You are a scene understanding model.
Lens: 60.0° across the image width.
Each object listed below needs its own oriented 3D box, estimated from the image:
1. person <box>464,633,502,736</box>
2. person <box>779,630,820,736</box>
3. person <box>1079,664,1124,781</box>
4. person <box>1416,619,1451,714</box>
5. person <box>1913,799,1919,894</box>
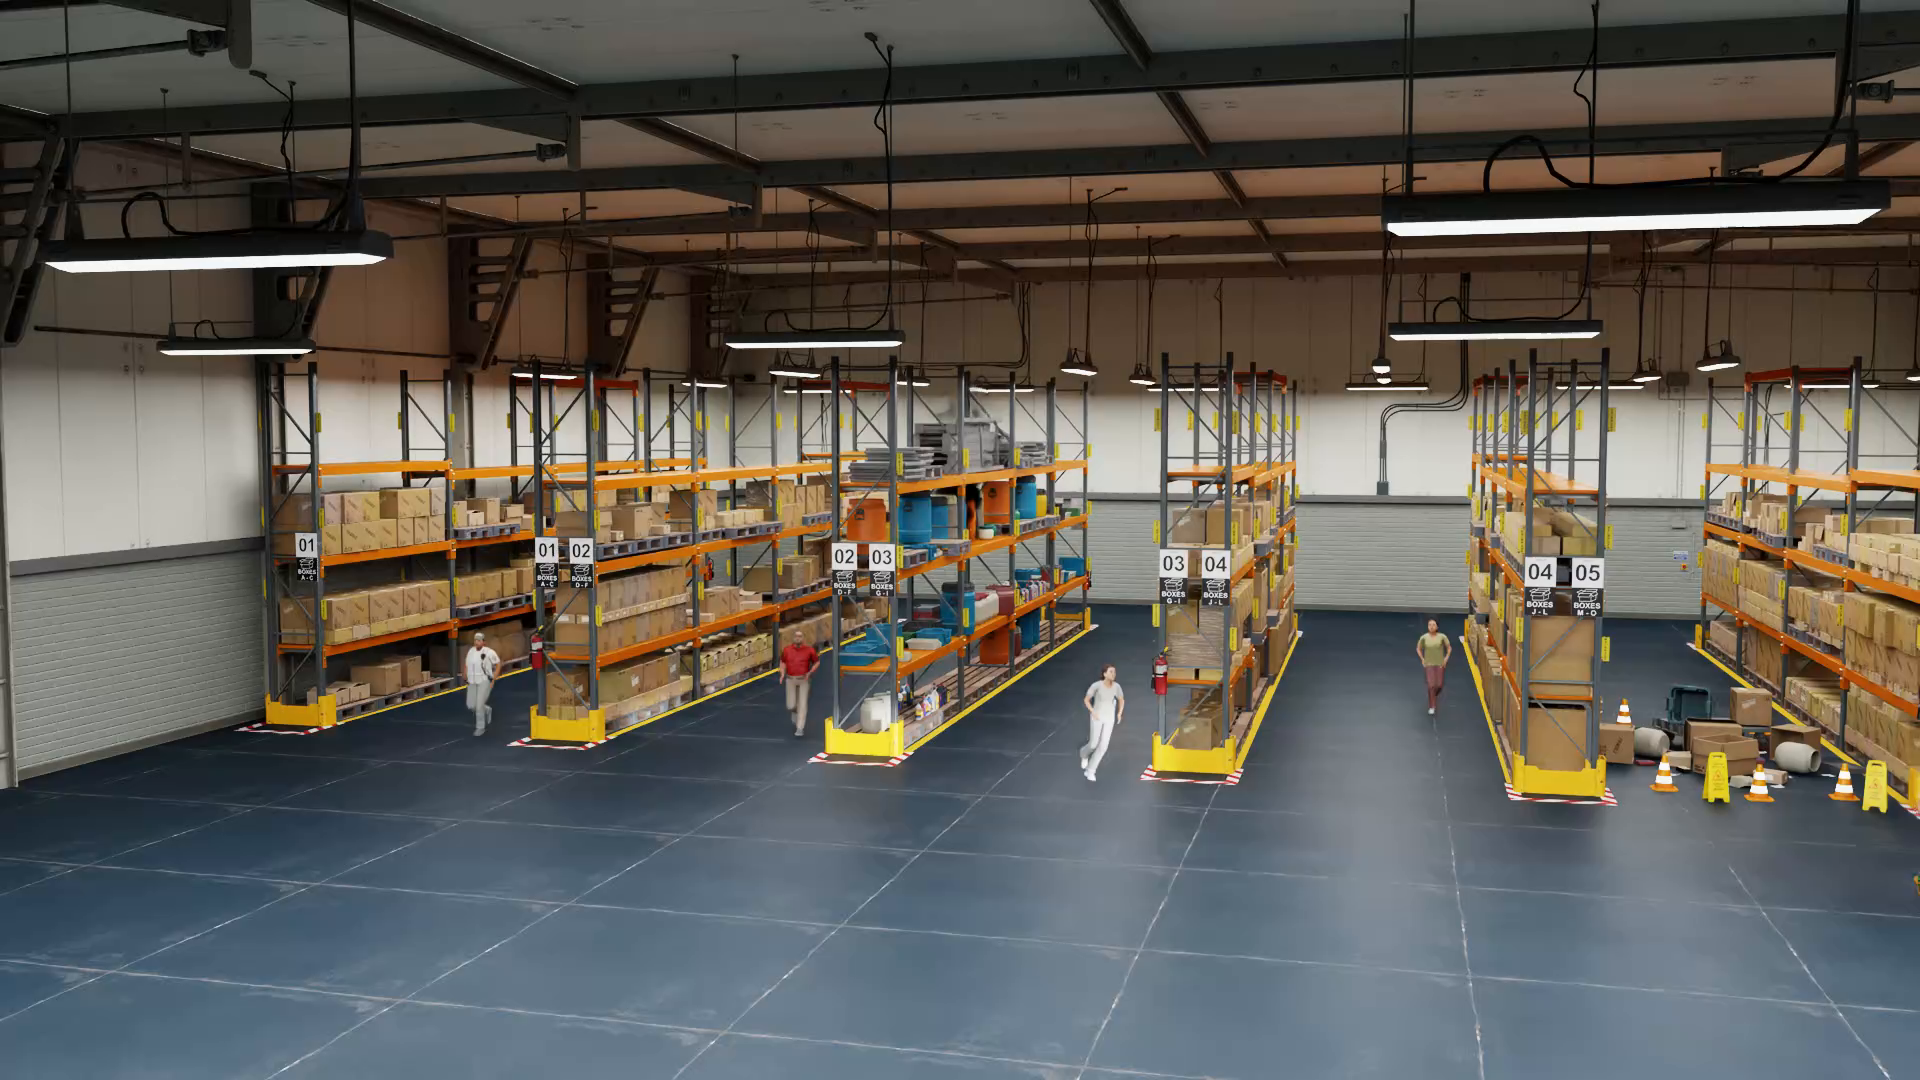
[{"bbox_3d":[-7.733,2.313,26.886,0.641,1.647,0.598,1,4,19],"label":"person"},{"bbox_3d":[-2.590,2.286,26.778,0.664,1.684,0.602,0,4,2],"label":"person"},{"bbox_3d":[2.037,2.550,23.584,0.640,1.613,0.683,-1,4,-16],"label":"person"},{"bbox_3d":[8.190,2.172,28.764,0.579,1.636,0.550,1,4,16],"label":"person"},{"bbox_3d":[9.992,2.955,16.745,0.657,1.735,0.594,-3,5,-35],"label":"person"}]
